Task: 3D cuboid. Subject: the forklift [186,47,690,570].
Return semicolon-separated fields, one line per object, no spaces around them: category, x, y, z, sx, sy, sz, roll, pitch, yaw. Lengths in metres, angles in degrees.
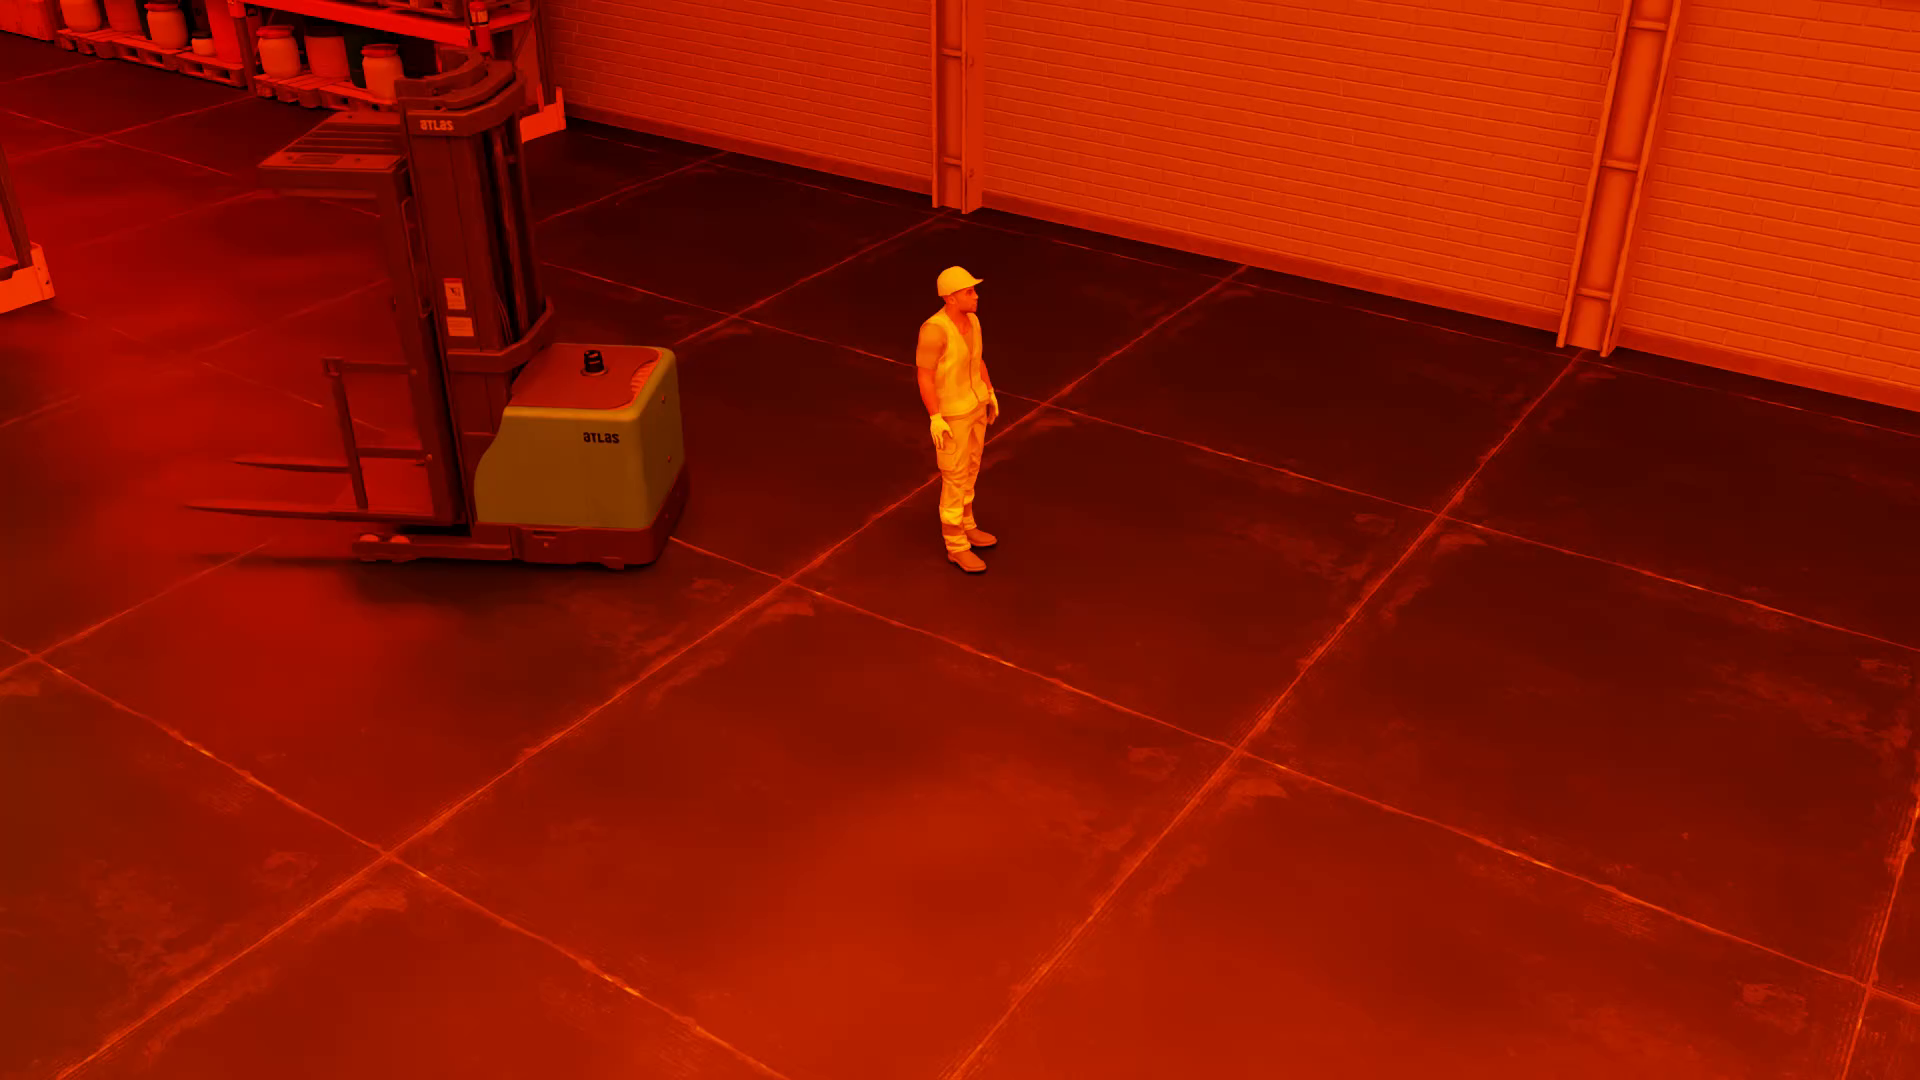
forklift;-3.320;-1.384;9.965;3.031;2.935;1.130;3;30;5

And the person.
person;0.059;-0.752;9.999;0.564;1.787;0.637;19;35;29
